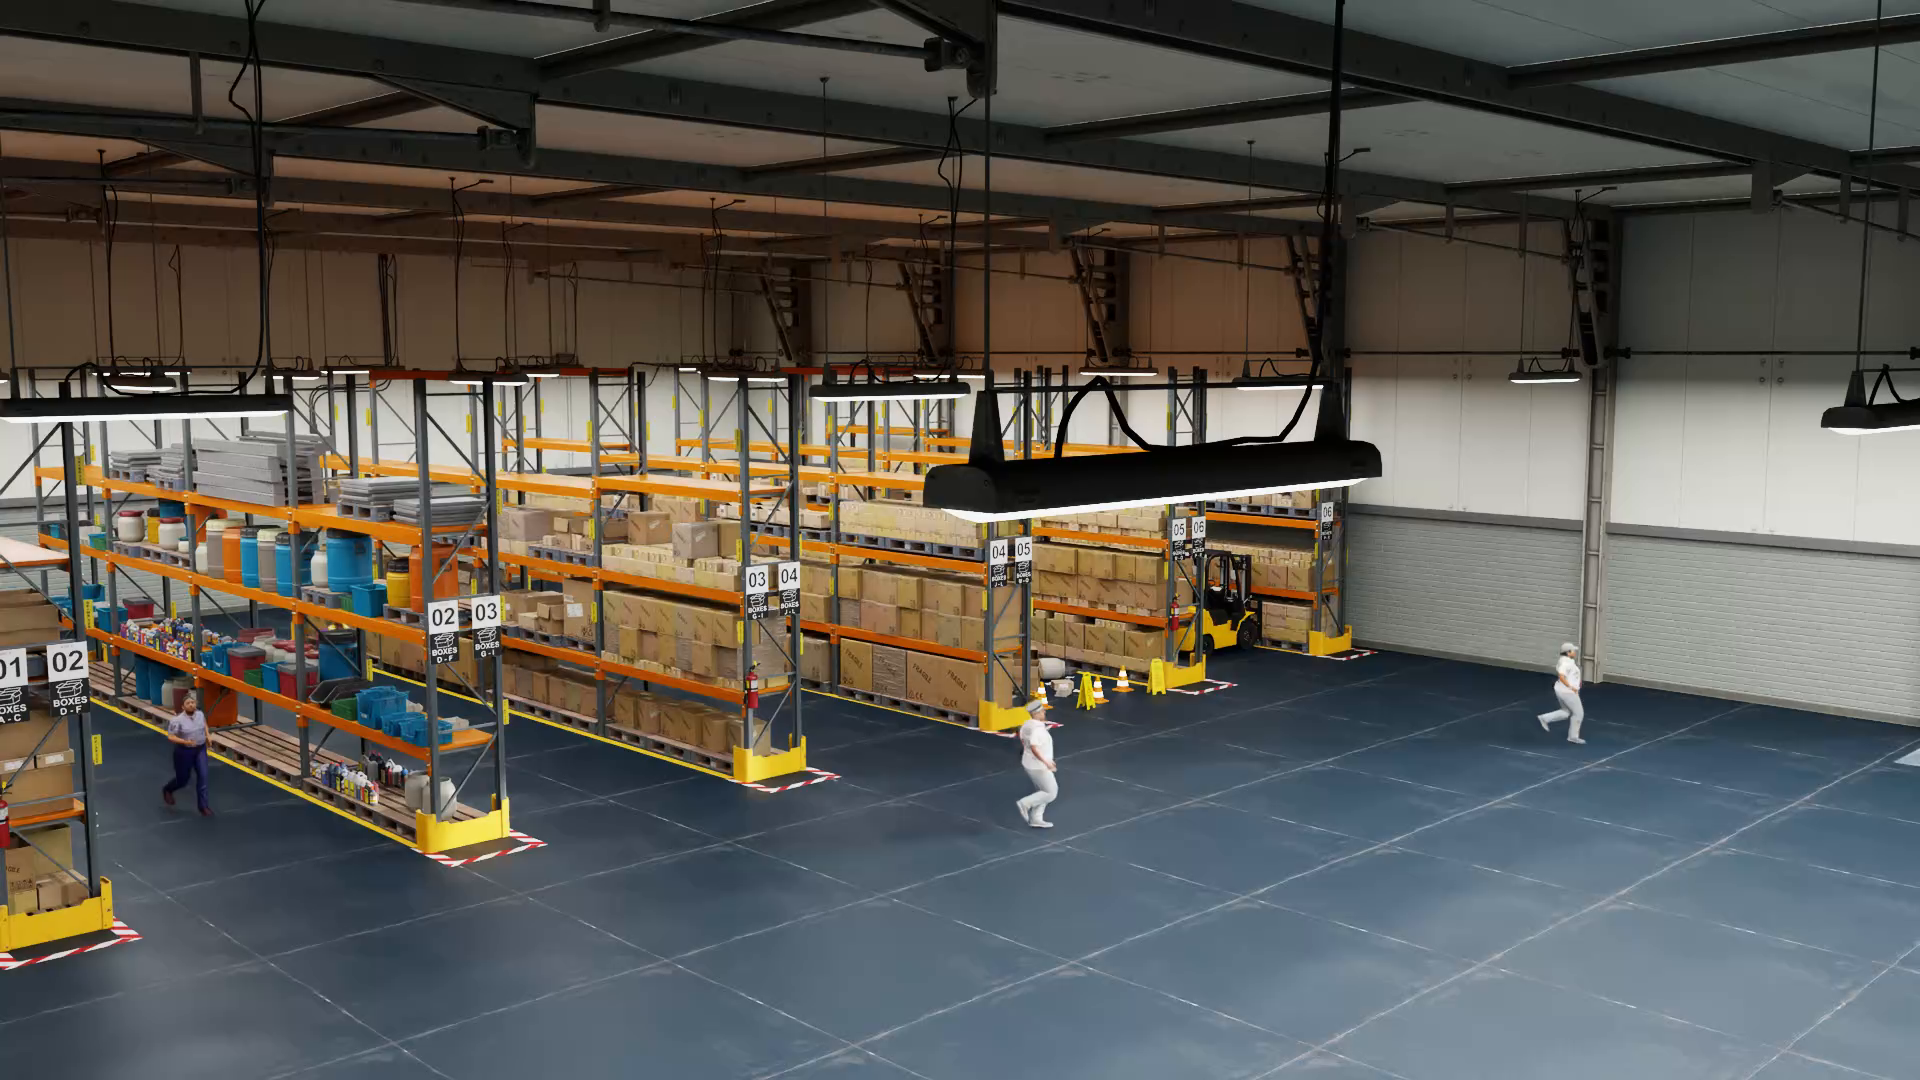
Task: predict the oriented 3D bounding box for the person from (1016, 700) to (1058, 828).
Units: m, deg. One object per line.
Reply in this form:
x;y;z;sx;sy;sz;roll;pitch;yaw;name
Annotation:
1.003;2.988;22.124;0.603;1.741;0.665;-2;7;-17;person

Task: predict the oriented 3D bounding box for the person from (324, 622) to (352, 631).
-11.047;2.120;29.585;0.913;1.811;0.710;6;9;43;person

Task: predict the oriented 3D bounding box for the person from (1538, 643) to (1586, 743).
9.835;2.487;27.047;0.724;1.651;0.607;1;7;9;person

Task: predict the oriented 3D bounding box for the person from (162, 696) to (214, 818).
-10.609;2.952;22.891;0.914;1.648;0.615;5;8;39;person
